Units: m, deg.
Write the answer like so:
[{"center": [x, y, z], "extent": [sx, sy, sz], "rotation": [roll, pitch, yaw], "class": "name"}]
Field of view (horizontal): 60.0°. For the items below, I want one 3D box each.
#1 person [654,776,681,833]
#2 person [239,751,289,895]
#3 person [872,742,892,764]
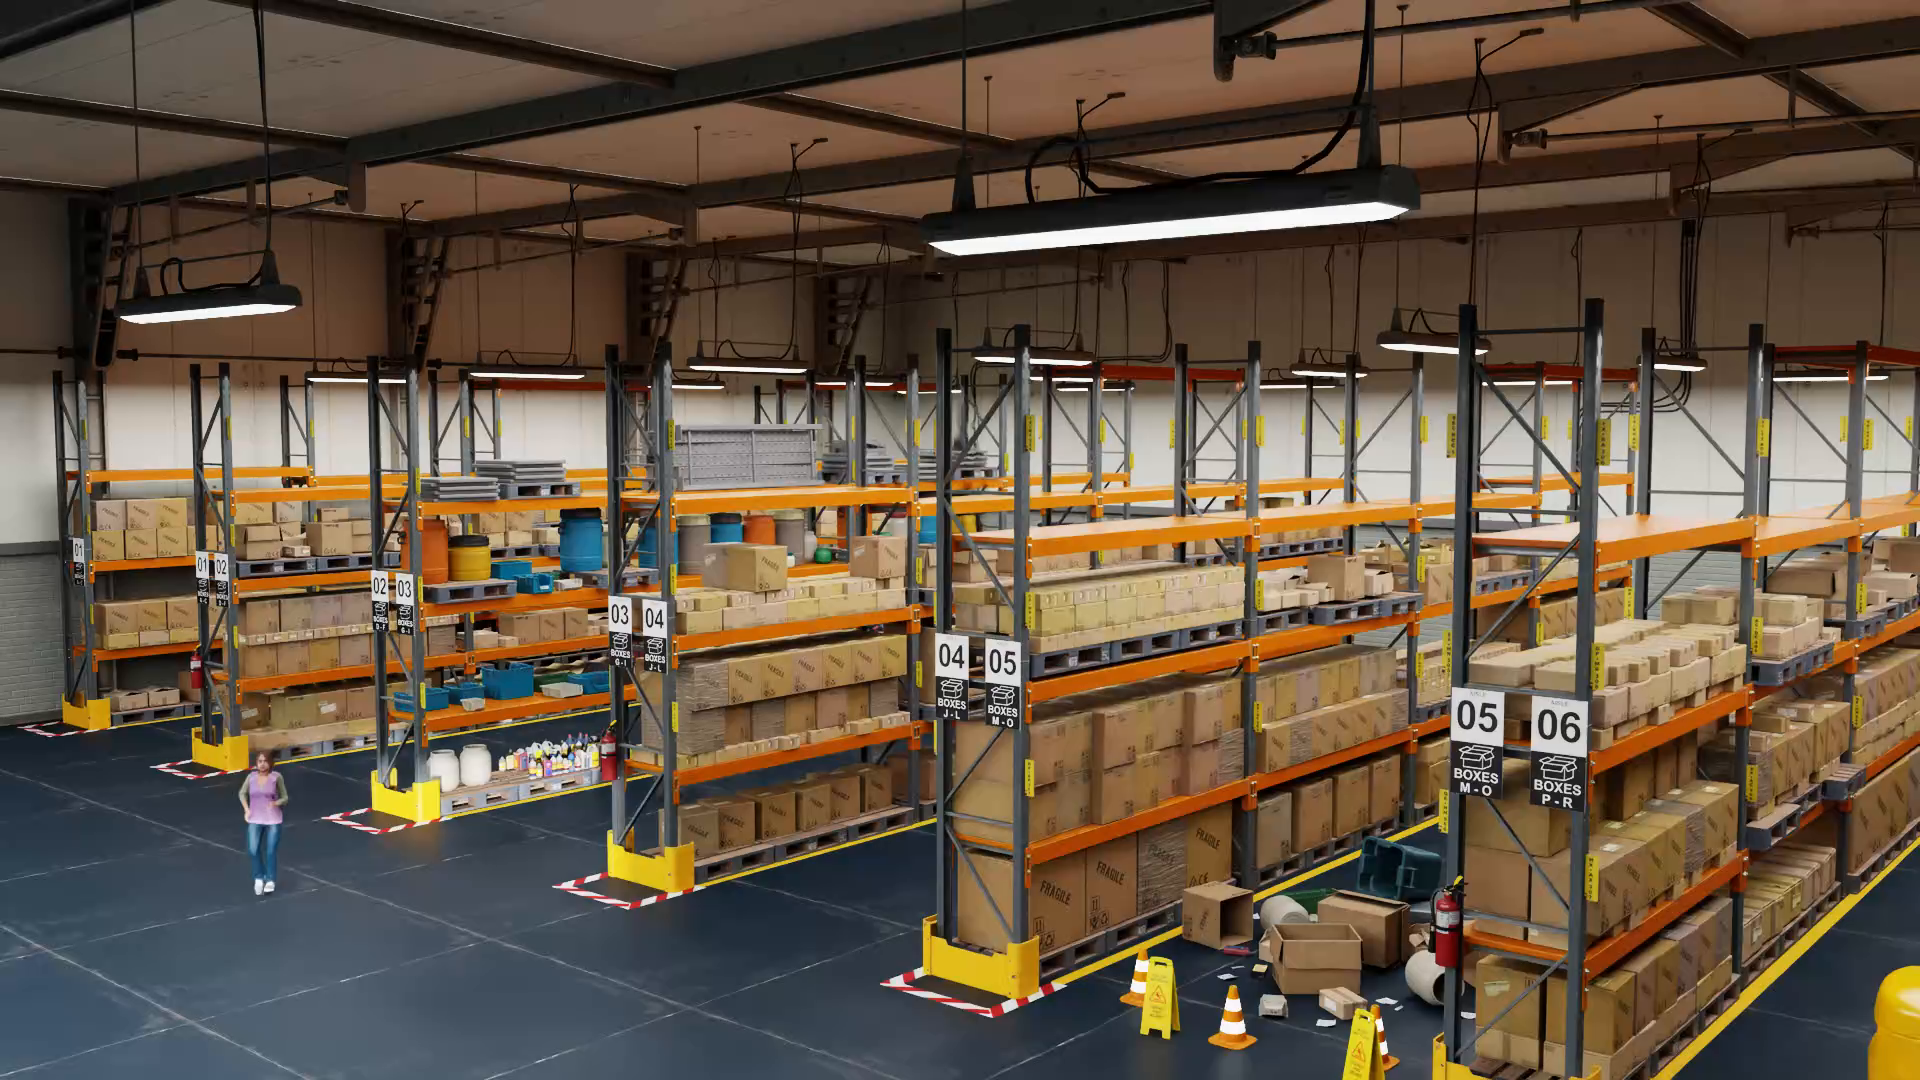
[{"center": [-3.634, 2.852, 21.000], "extent": [0.575, 1.618, 0.611], "rotation": [2, 4, 21], "class": "person"}, {"center": [-7.537, 3.067, 17.981], "extent": [0.522, 1.563, 0.592], "rotation": [-1, 4, -16], "class": "person"}, {"center": [-1.207, 2.565, 24.777], "extent": [0.604, 1.717, 0.718], "rotation": [3, 5, 37], "class": "person"}]
